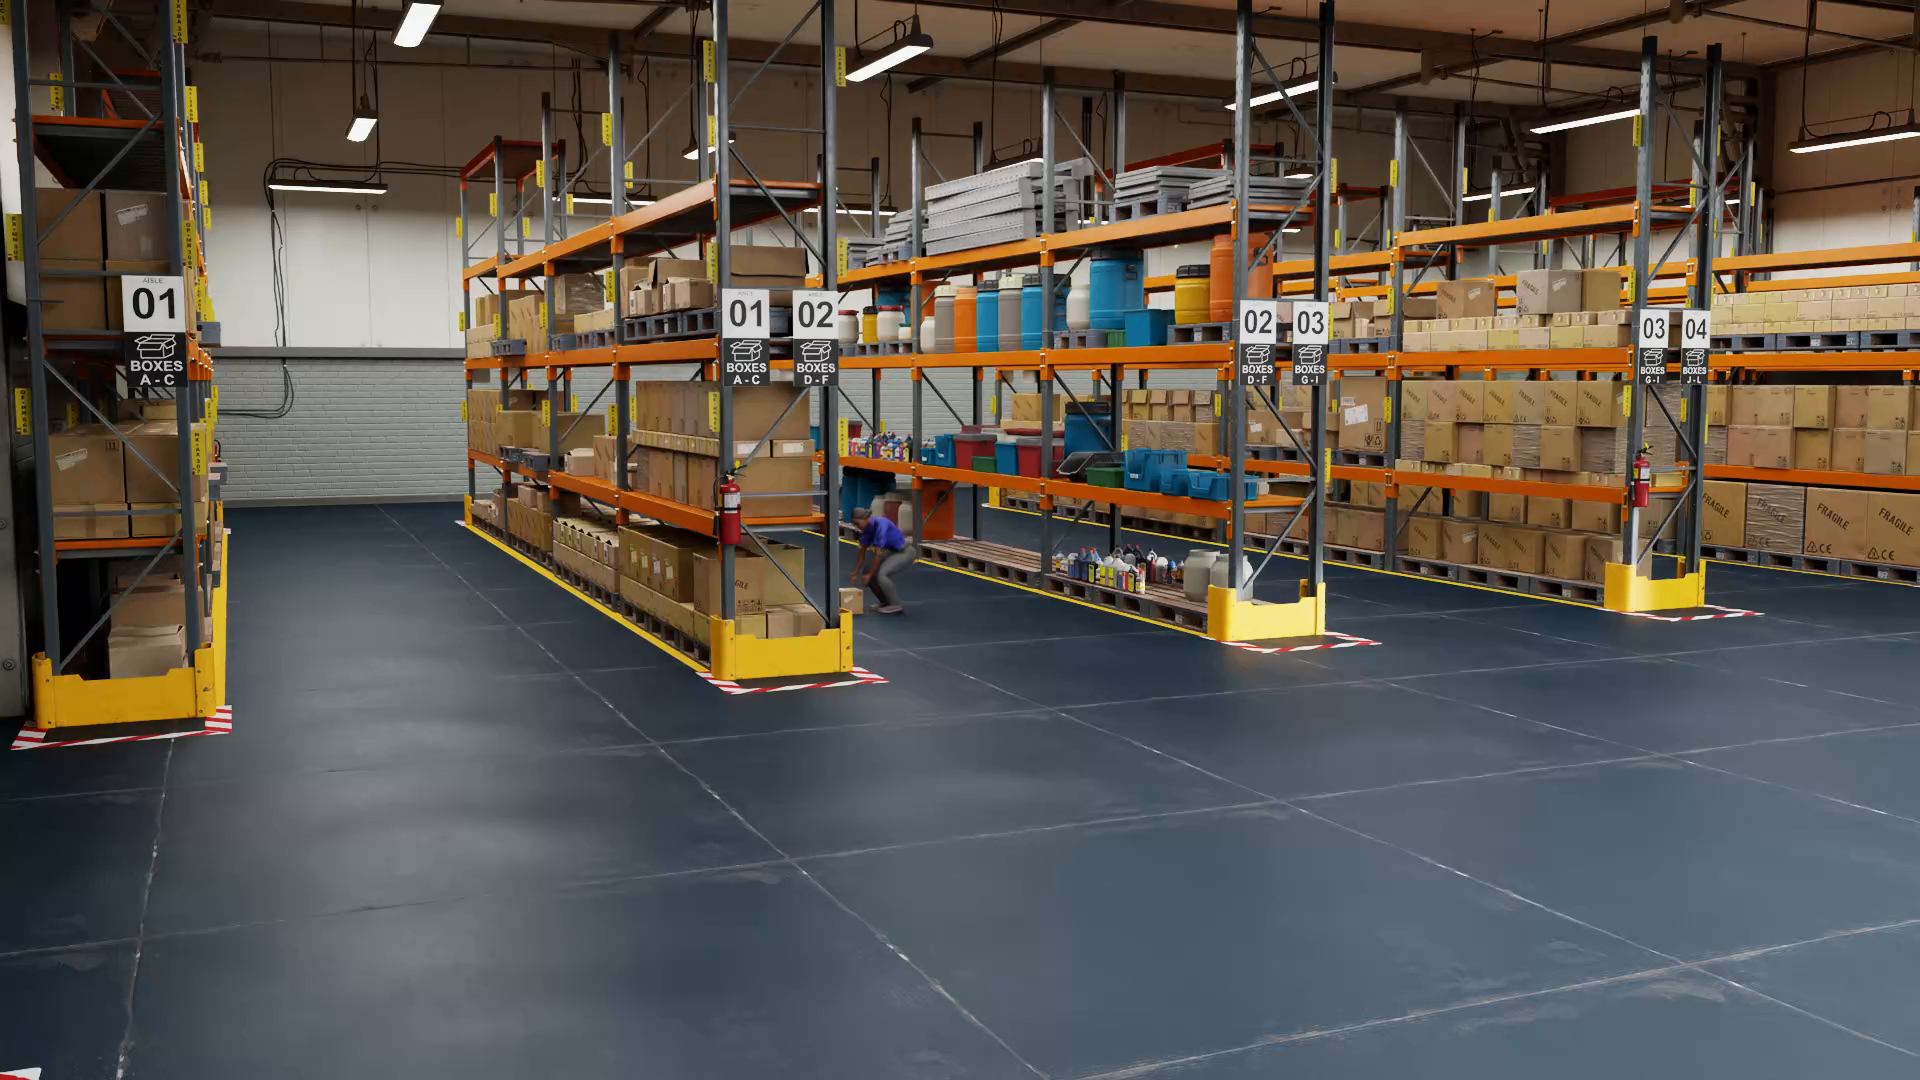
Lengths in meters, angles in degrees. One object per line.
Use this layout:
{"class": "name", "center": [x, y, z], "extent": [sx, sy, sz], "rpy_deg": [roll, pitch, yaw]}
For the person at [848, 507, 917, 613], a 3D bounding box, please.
{"class": "person", "center": [-0.814, 0.204, 17.684], "extent": [0.739, 1.134, 0.495], "rpy_deg": [-2, 6, -24]}
